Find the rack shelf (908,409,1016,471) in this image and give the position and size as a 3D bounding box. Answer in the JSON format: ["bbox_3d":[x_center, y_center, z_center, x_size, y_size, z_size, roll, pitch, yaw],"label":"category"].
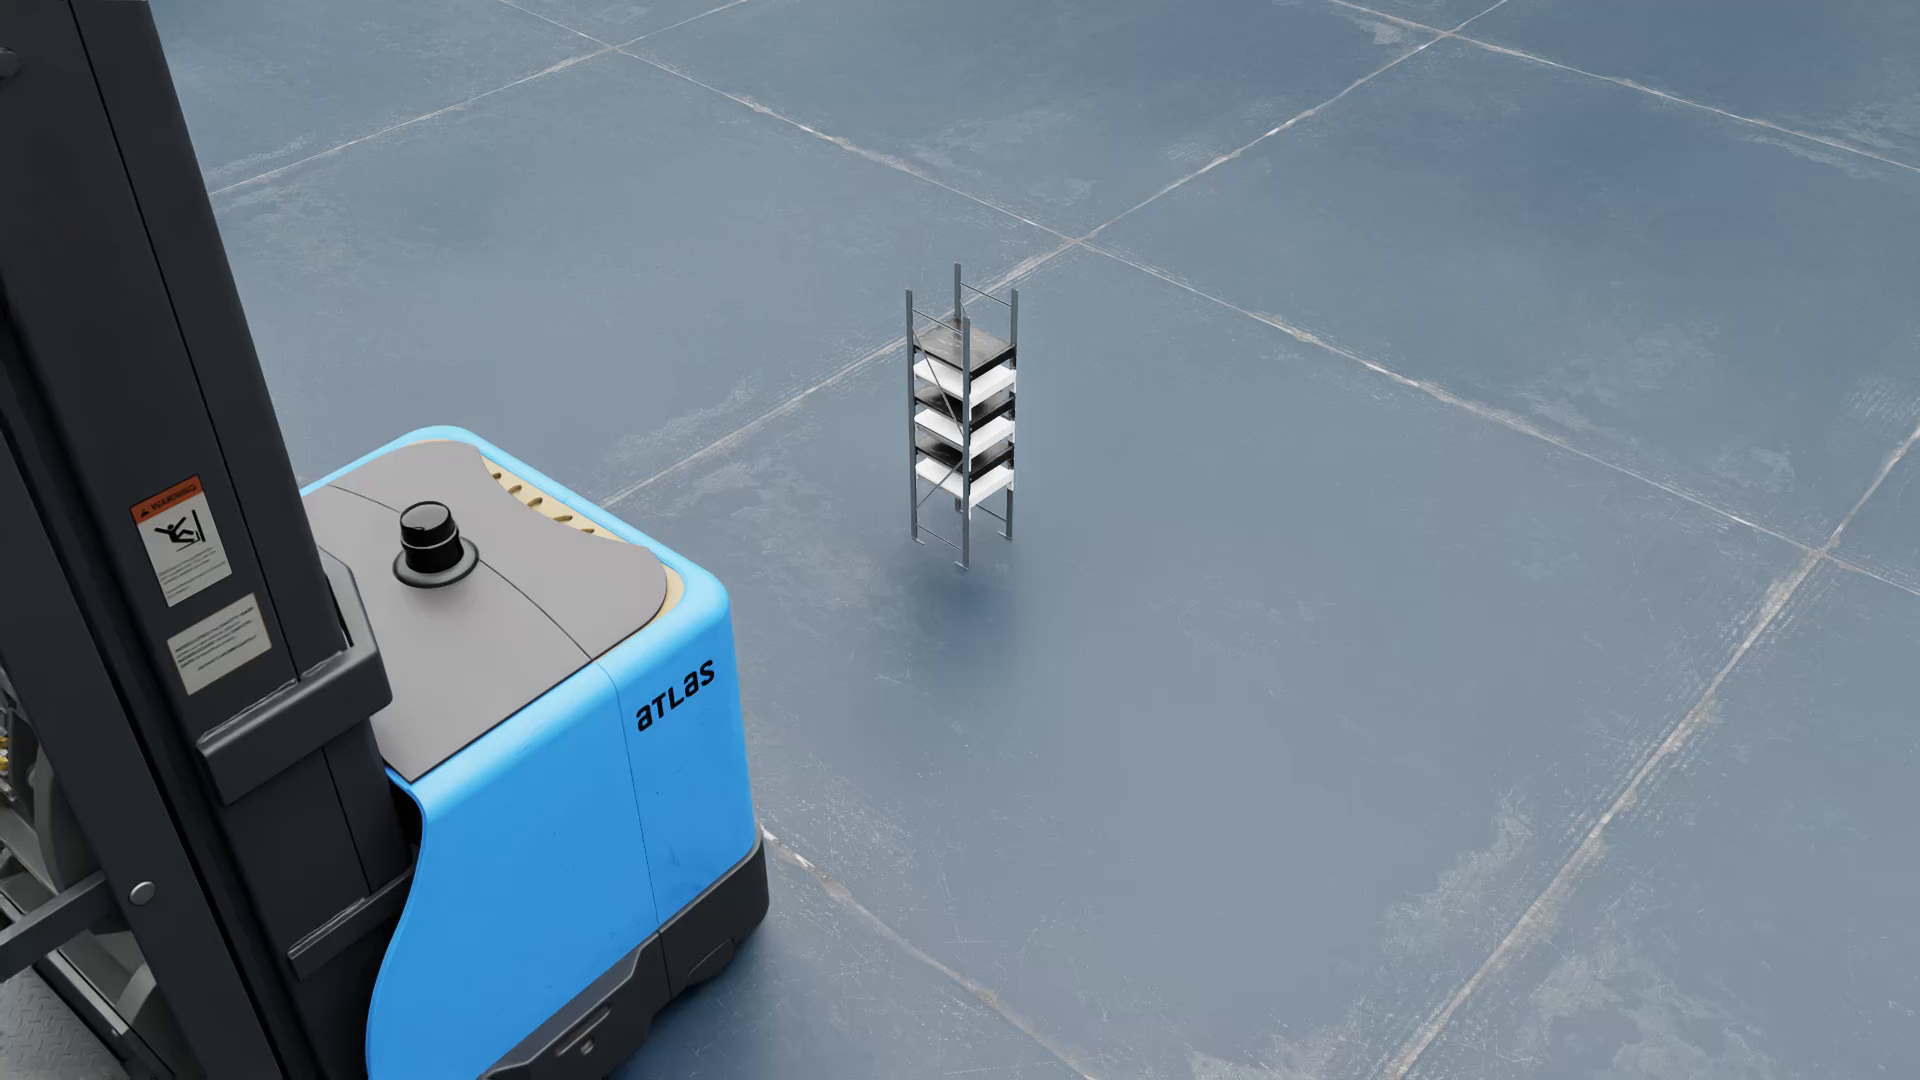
[{"bbox_3d":[0.005,-0.330,4.995,0.258,0.077,0.200,30,47,32],"label":"rack shelf"}]

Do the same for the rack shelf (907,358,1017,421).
[{"bbox_3d":[0.005,-0.471,4.883,0.258,0.077,0.200,30,47,32],"label":"rack shelf"}]

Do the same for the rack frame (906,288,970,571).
[{"bbox_3d":[-0.063,-0.309,4.916,0.240,0.900,0.006,30,47,32],"label":"rack frame"}]

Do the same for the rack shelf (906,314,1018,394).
[{"bbox_3d":[0.005,-0.541,4.827,0.258,0.077,0.200,30,47,32],"label":"rack shelf"}]

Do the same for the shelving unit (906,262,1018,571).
[{"bbox_3d":[0.005,-0.356,4.975,0.258,0.900,0.210,30,47,32],"label":"shelving unit"}]

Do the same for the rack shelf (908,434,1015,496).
[{"bbox_3d":[0.005,-0.259,5.051,0.258,0.077,0.200,30,47,32],"label":"rack shelf"}]

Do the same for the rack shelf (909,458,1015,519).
[{"bbox_3d":[0.005,-0.189,5.107,0.258,0.077,0.200,30,47,32],"label":"rack shelf"}]

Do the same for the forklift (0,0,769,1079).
[{"bbox_3d":[-1.790,0.297,2.522,1.130,2.935,3.031,27,46,30],"label":"forklift"}]

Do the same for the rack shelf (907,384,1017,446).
[{"bbox_3d":[0.005,-0.400,4.939,0.258,0.077,0.200,30,47,32],"label":"rack shelf"}]

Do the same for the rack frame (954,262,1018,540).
[{"bbox_3d":[0.074,-0.403,5.033,0.240,0.900,0.006,30,47,32],"label":"rack frame"}]
